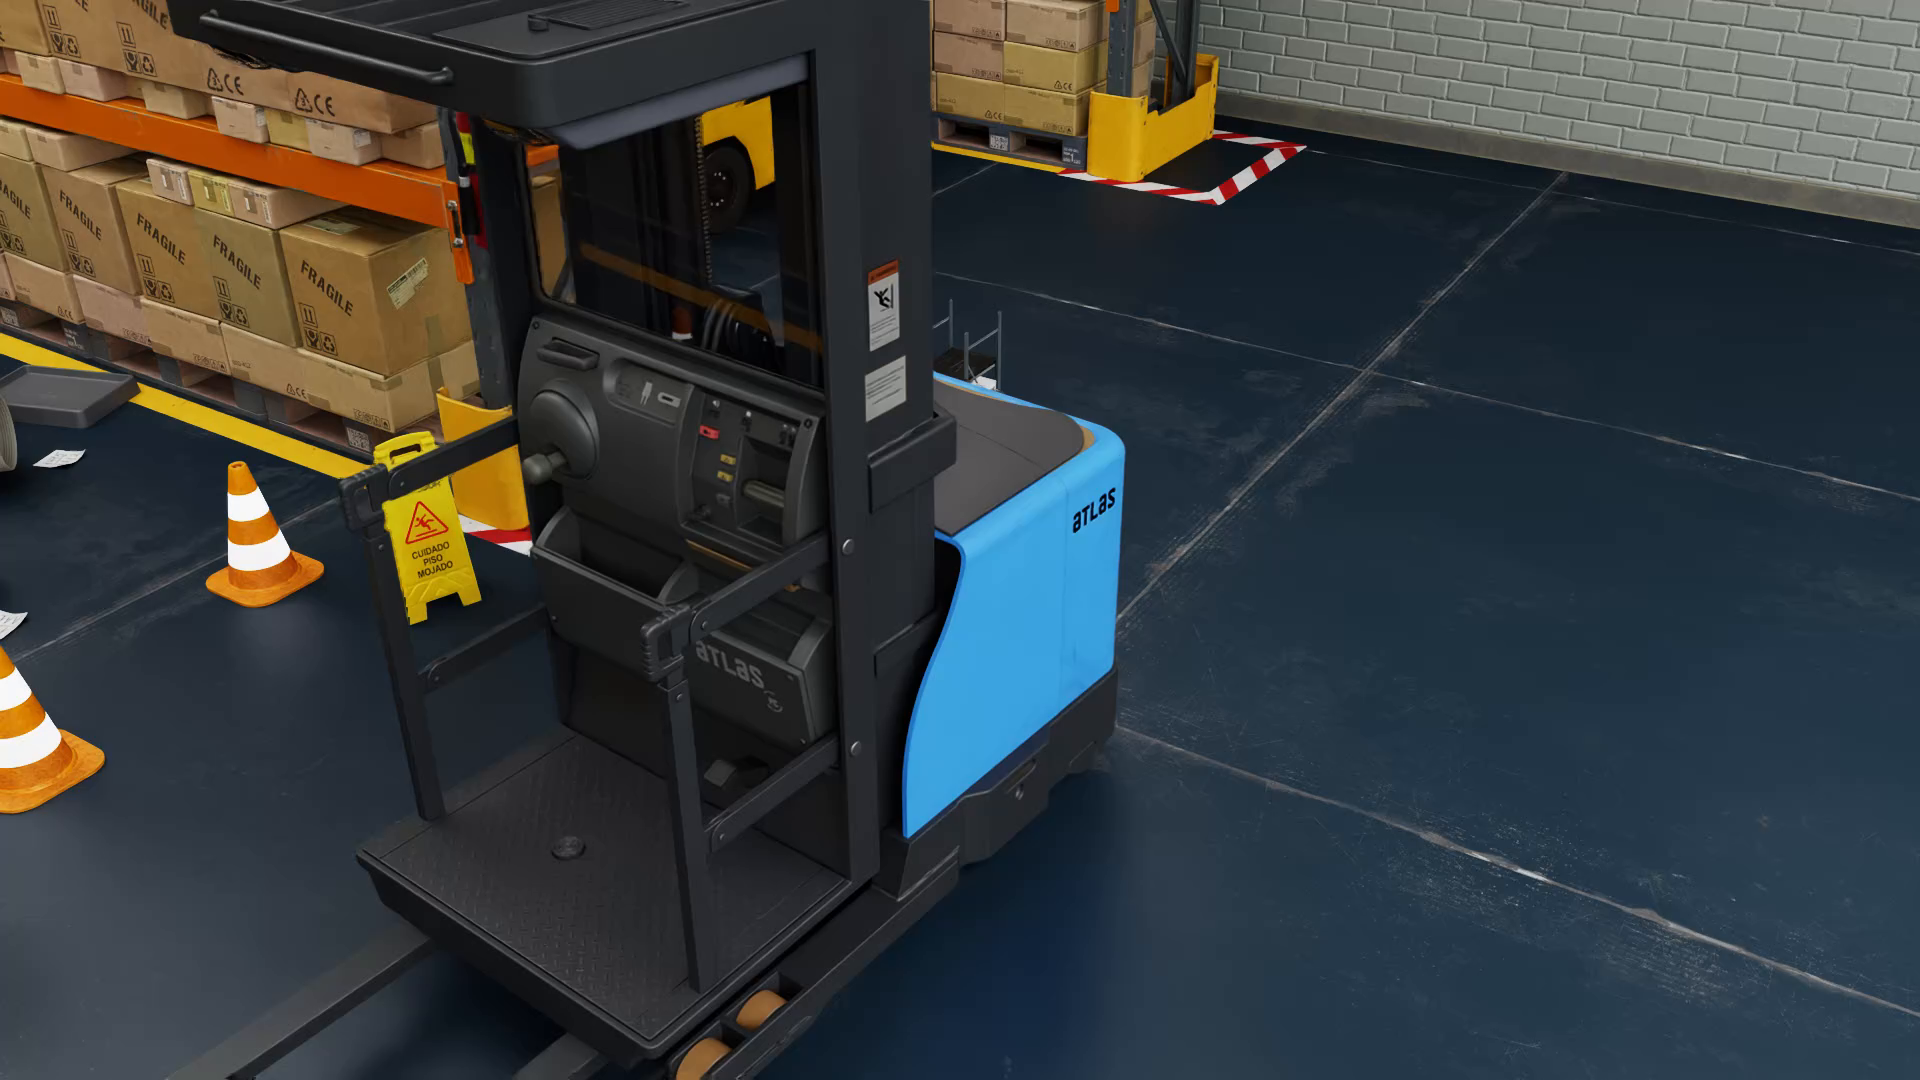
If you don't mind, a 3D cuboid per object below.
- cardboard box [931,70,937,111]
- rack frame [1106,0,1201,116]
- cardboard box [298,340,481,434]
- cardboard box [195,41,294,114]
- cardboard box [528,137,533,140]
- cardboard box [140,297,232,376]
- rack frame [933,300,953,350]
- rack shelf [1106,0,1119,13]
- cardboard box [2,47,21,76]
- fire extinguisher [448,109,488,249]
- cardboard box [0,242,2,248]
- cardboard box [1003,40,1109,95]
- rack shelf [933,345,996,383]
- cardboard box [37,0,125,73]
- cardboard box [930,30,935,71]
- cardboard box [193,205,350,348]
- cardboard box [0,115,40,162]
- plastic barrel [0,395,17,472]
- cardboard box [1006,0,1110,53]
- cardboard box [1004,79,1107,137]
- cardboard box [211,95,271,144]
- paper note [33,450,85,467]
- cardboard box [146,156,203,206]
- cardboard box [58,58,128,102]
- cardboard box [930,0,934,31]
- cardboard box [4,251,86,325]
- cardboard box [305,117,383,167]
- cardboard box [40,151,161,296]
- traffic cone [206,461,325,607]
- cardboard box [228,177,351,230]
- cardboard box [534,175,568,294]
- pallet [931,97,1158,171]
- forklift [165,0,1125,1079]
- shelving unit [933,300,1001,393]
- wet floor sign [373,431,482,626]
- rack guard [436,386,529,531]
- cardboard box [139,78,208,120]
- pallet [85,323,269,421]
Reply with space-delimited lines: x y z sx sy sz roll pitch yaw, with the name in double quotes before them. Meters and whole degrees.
"cardboard box" -0.225 -2.972 10.680 0.500 0.250 0.500 18 35 28
"rack frame" 1.177 -3.713 9.637 0.127 3.000 1.000 18 35 27
"cardboard box" -2.307 -0.695 6.776 0.500 0.250 0.500 17 34 27
"cardboard box" -2.487 -1.929 6.185 0.500 0.500 0.500 18 35 27
"cardboard box" -1.637 -1.664 6.375 0.250 0.149 0.380 18 35 28
"cardboard box" -3.168 -0.968 7.245 0.500 0.250 0.500 16 34 26
"rack frame" -0.093 -0.418 6.074 0.006 0.900 0.240 18 35 27
"rack shelf" -0.517 -3.938 10.737 4.000 0.370 1.077 18 35 27
"cardboard box" -3.835 -2.092 7.108 0.250 0.149 0.380 17 34 27
"fire extinguisher" -1.607 -1.332 5.634 0.183 0.674 0.296 18 35 27
"cardboard box" -4.491 -1.709 7.770 0.500 0.500 0.500 19 35 30
"cardboard box" 0.598 -2.919 10.093 0.500 0.250 0.500 17 34 27
"rack shelf" -0.007 -0.595 5.908 0.200 0.077 0.258 18 35 27
"cardboard box" -3.328 -2.208 6.664 0.500 0.500 0.500 18 35 28
"cardboard box" -0.269 -3.187 10.553 0.500 0.250 0.500 17 34 26
"cardboard box" -2.720 -1.152 6.816 0.500 0.500 0.500 19 35 29
"cardboard box" -3.981 -1.793 7.271 0.250 0.149 0.380 19 35 29
"plastic barrel" -4.013 -0.387 6.494 0.512 0.421 0.421 -9 32 -15
"cardboard box" 0.621 -3.128 9.955 0.500 0.250 0.500 19 35 29
"cardboard box" 0.611 -2.697 10.209 0.500 0.250 0.500 18 35 28
"cardboard box" -2.603 -1.648 6.347 0.250 0.149 0.380 18 35 28
"paper note" -3.681 -0.338 6.799 0.148 0.019 0.142 6 31 10
"cardboard box" -3.057 -1.504 6.775 0.250 0.149 0.380 19 35 29
"cardboard box" -3.444 -1.933 6.835 0.250 0.149 0.380 17 34 27
"cardboard box" -0.248 -3.394 10.410 0.500 0.250 0.500 18 35 28
"cardboard box" -4.033 -1.247 7.722 0.500 0.250 0.500 20 36 30
"cardboard box" -2.163 -1.514 6.118 0.250 0.149 0.380 17 34 27
"cardboard box" -3.593 -1.431 7.294 0.500 0.500 0.500 20 36 30
"traffic cone" -2.509 -0.062 5.897 0.334 0.463 0.336 18 35 27
"cardboard box" -2.623 -1.364 6.535 0.250 0.149 0.380 19 35 29
"cardboard box" -2.016 -1.251 6.985 0.500 0.500 0.500 16 34 26
"pallet" 0.507 -2.695 10.660 1.213 0.211 1.003 18 35 27
"forklift" -0.817 -0.198 3.681 1.130 2.935 3.031 21 36 32
"shelving unit" -0.007 -0.391 6.027 0.210 0.900 0.258 18 35 27
"wet floor sign" -1.867 -0.069 5.727 0.267 0.644 0.232 -21 36 -32
"rack guard" -1.524 -0.534 6.669 0.348 0.500 1.175 18 35 27
"cardboard box" -3.010 -1.806 6.619 0.250 0.149 0.380 17 34 27
"pallet" -3.222 -0.969 7.701 1.213 0.211 1.003 18 35 27
